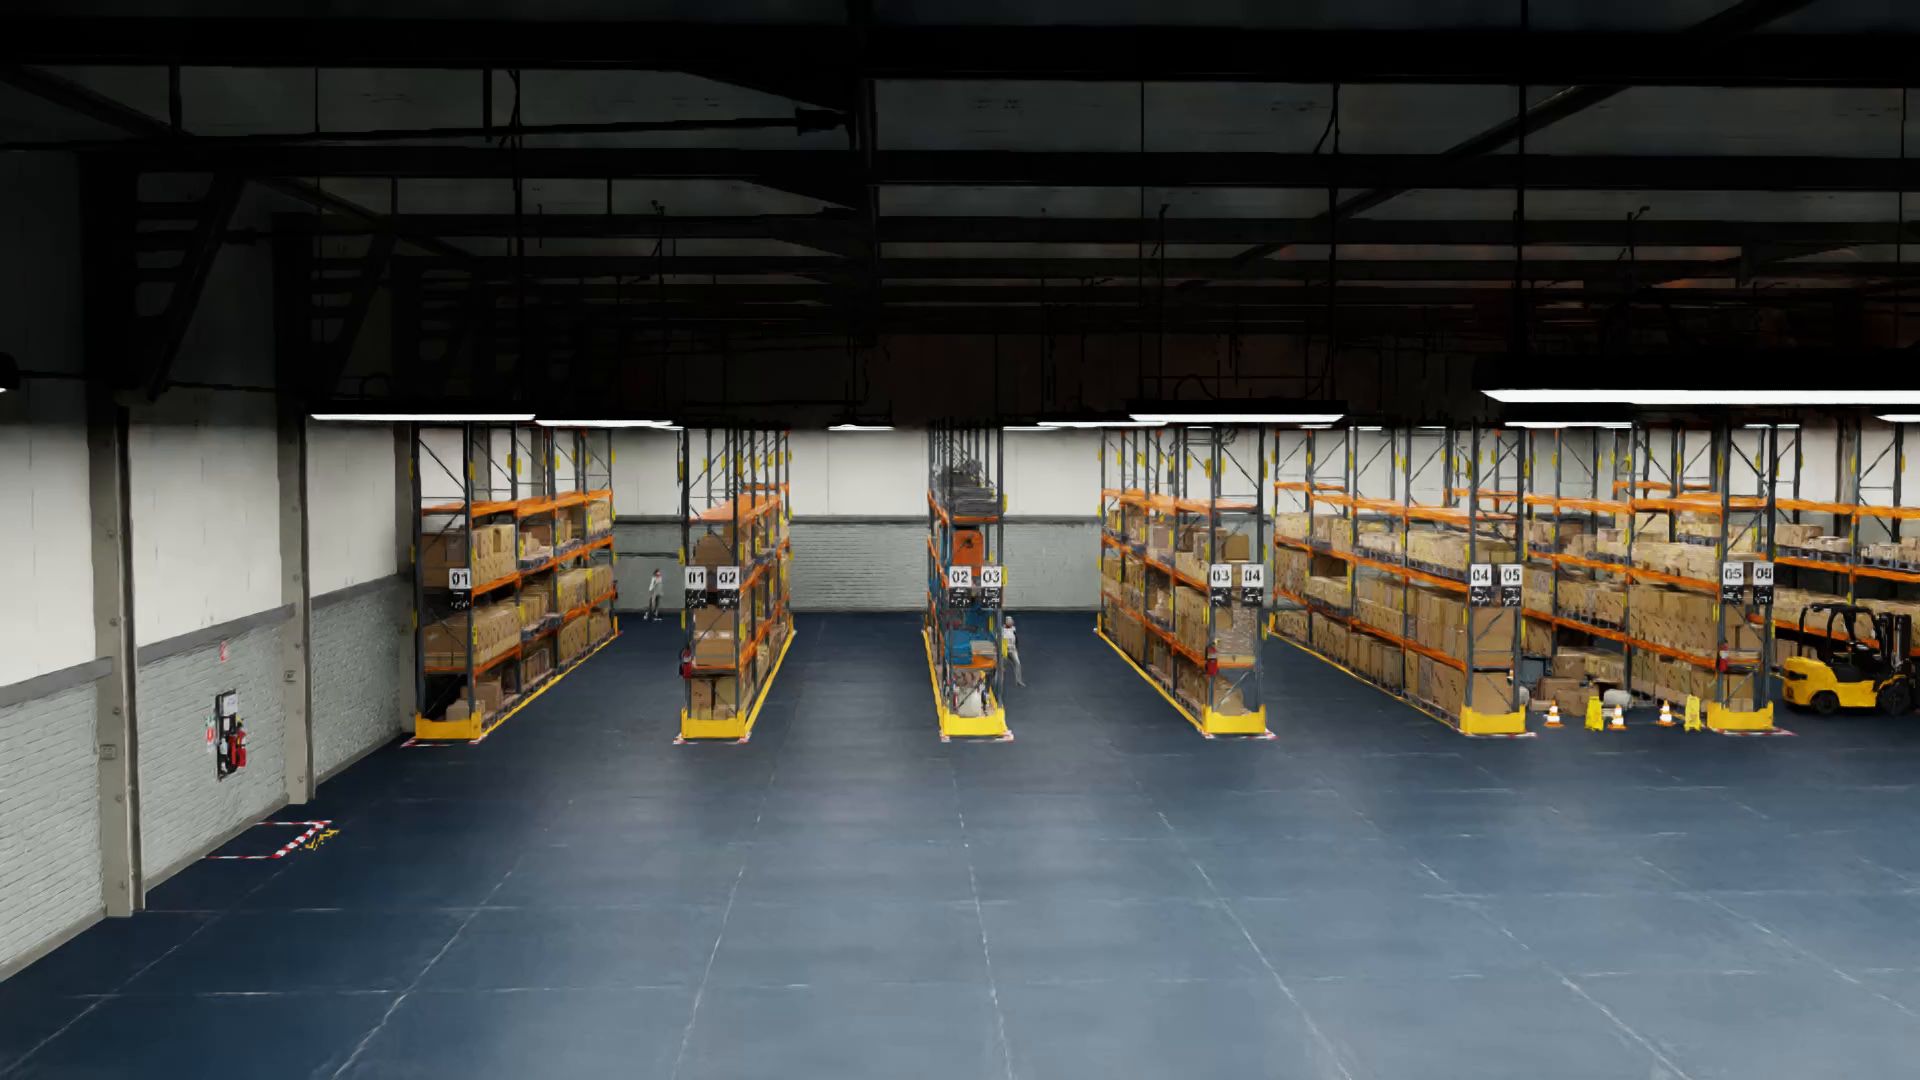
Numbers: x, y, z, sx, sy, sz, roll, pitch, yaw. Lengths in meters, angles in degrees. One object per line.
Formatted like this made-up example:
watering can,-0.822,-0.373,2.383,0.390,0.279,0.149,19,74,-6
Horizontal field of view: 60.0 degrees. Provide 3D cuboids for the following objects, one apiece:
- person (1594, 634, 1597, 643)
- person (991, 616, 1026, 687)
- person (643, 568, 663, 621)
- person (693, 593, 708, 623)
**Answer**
person,16.923,1.881,45.017,0.644,1.773,0.673,1,4,19
person,1.056,2.481,37.359,0.656,1.597,0.818,-1,4,-19
person,-9.286,1.650,50.284,0.470,1.587,0.581,4,5,44
person,-6.775,1.986,43.901,0.553,1.707,1.104,0,4,0
